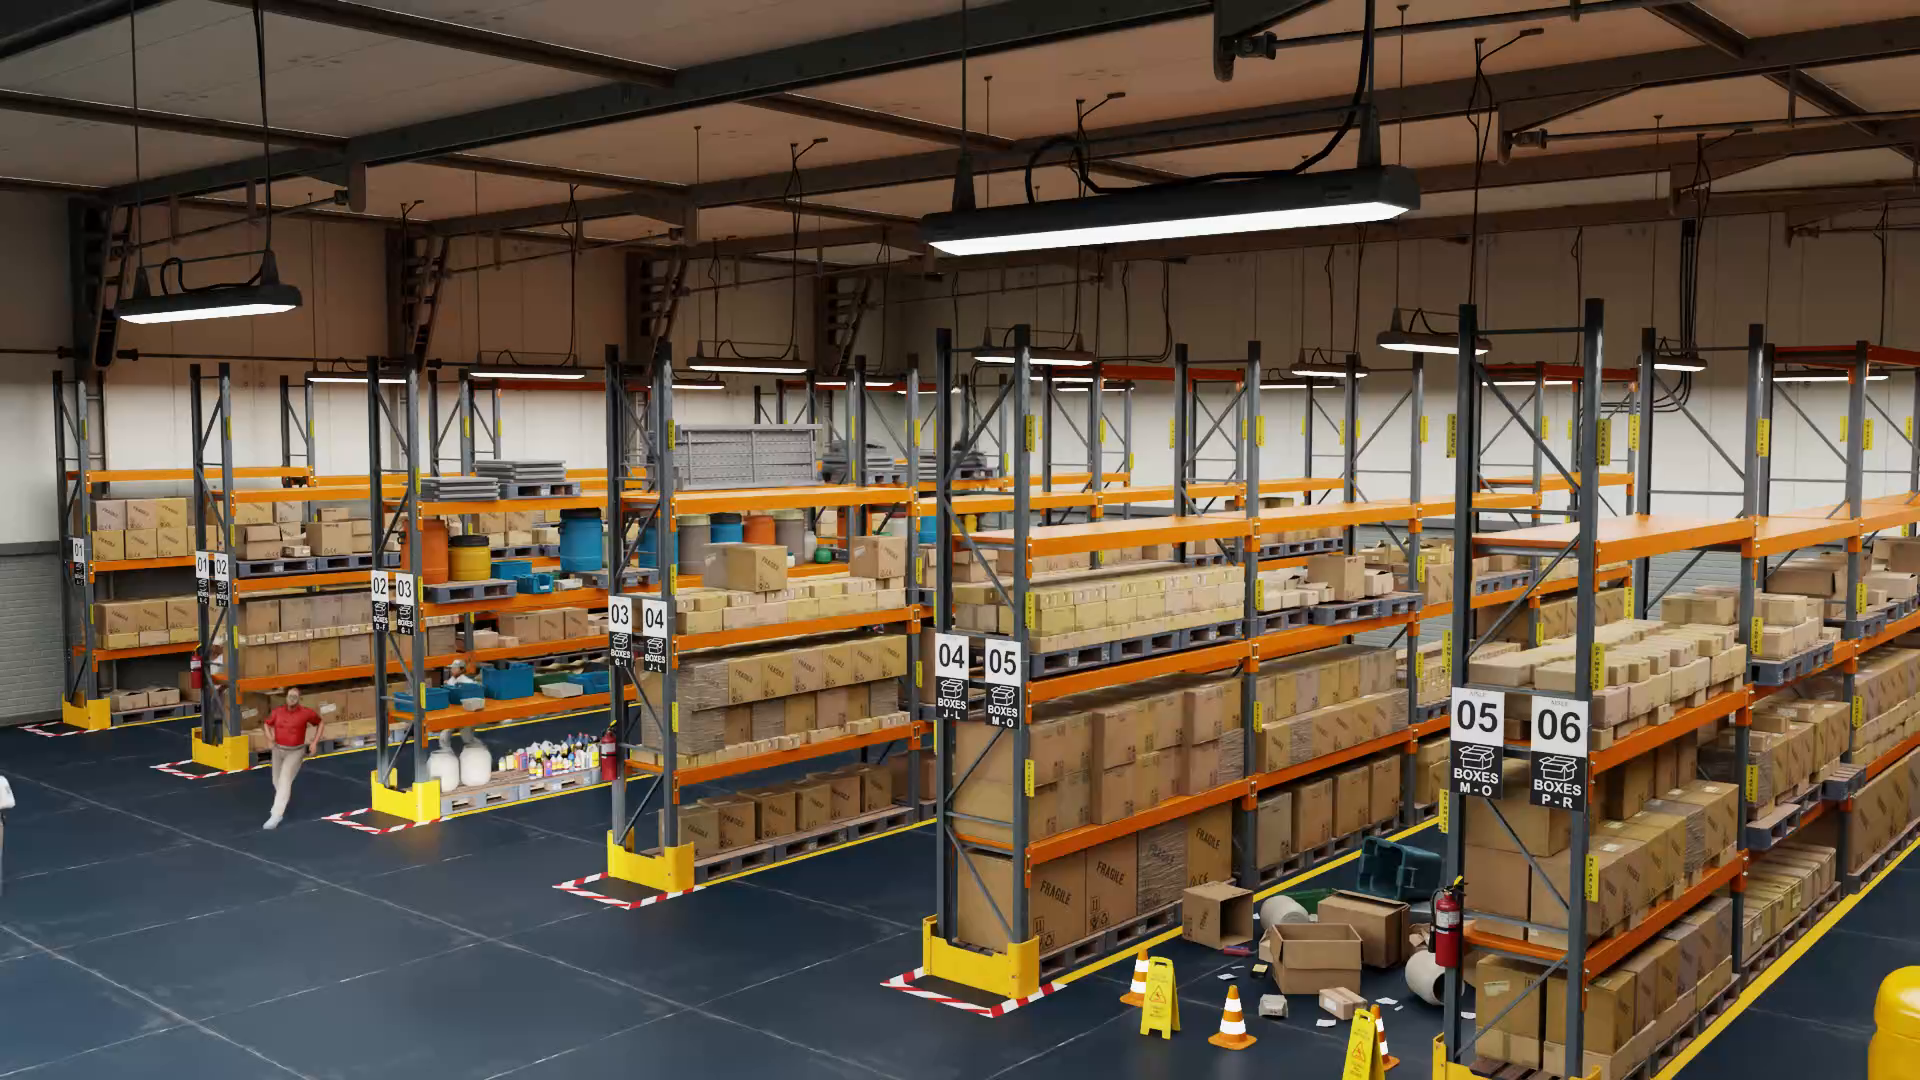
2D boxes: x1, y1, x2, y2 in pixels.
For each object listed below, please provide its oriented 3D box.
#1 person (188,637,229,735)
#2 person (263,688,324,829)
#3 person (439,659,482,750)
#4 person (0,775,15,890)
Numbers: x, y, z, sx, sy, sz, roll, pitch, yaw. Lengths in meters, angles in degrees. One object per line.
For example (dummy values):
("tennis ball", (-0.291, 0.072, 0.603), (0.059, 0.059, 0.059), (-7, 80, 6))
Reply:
("person", (-11.783, 2.404, 26.275), (0.701, 1.723, 0.825), (2, 4, 23))
("person", (-8.642, 2.766, 21.408), (0.740, 1.730, 0.938), (0, 4, 3))
("person", (-7.284, 2.573, 24.204), (0.595, 1.683, 0.903), (3, 5, 31))
("person", (-10.240, 3.052, 17.450), (0.598, 1.746, 0.732), (-2, 5, -25))
